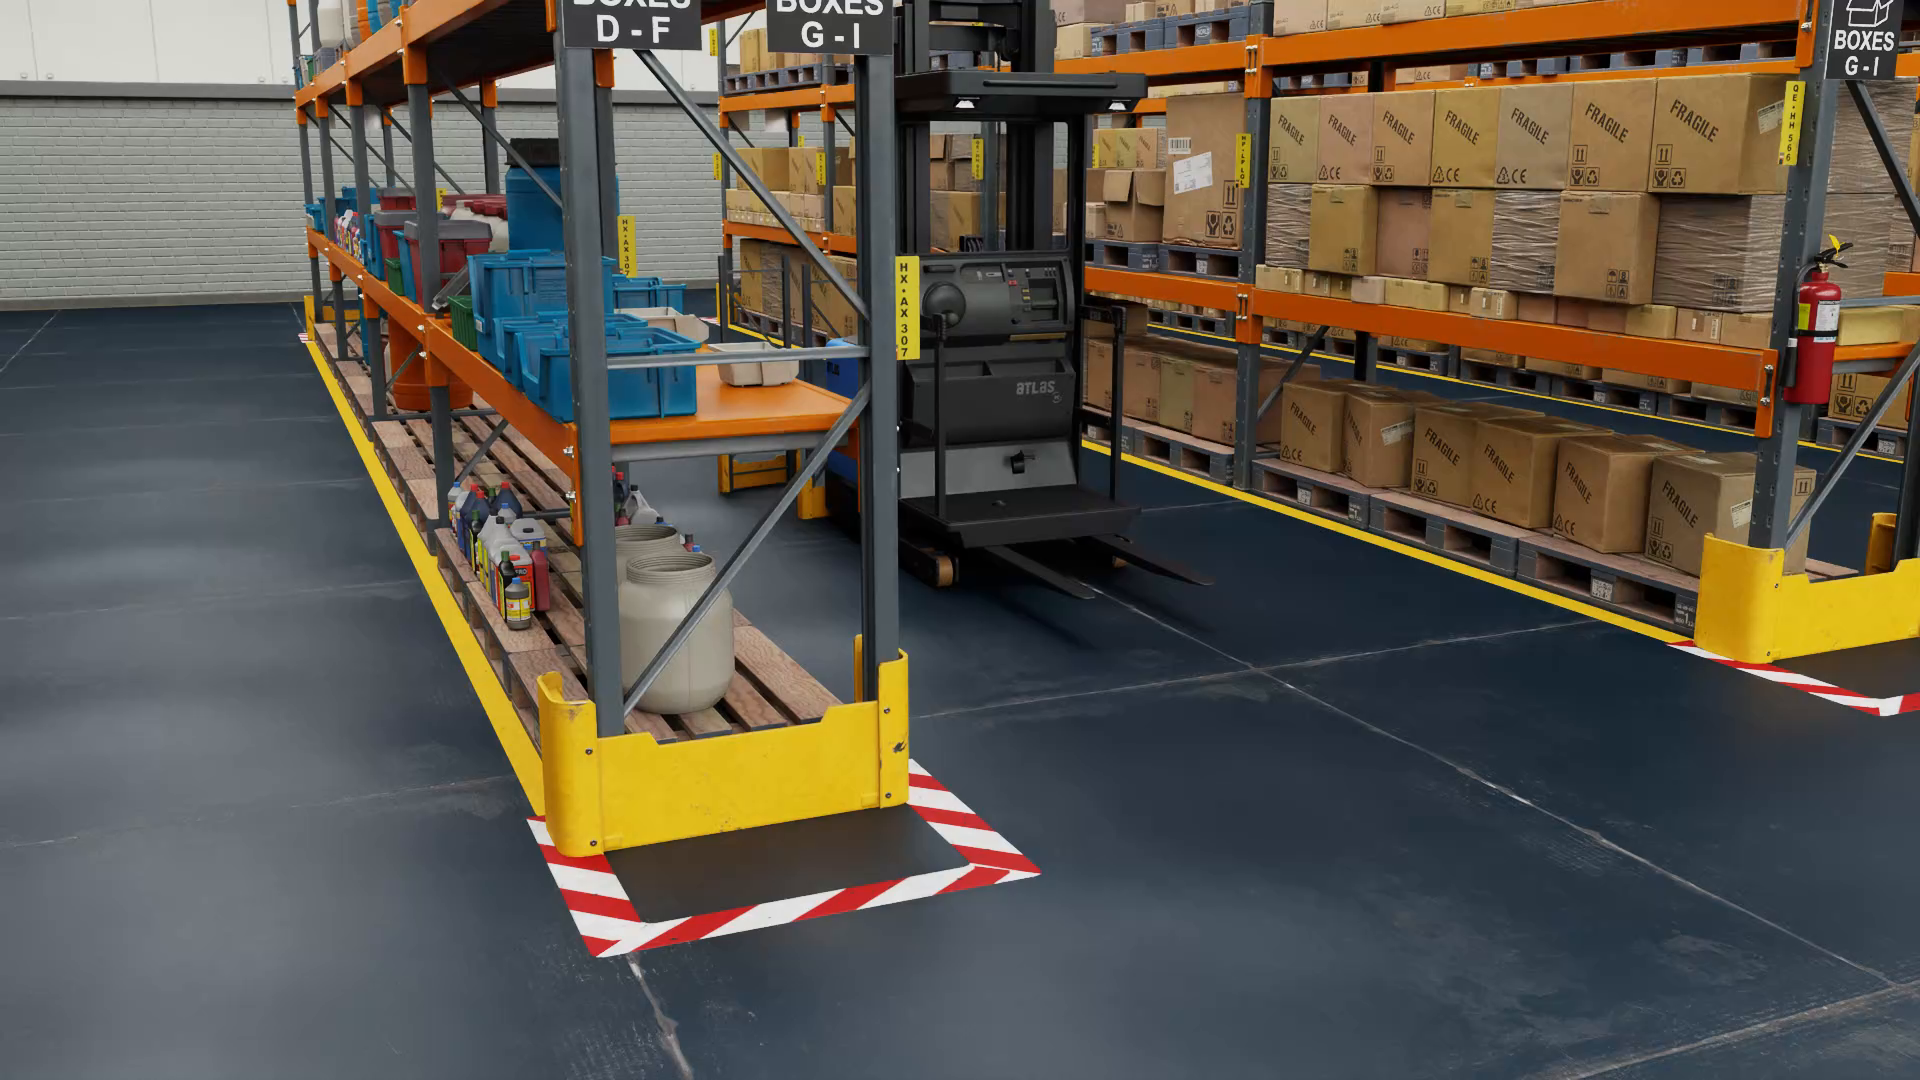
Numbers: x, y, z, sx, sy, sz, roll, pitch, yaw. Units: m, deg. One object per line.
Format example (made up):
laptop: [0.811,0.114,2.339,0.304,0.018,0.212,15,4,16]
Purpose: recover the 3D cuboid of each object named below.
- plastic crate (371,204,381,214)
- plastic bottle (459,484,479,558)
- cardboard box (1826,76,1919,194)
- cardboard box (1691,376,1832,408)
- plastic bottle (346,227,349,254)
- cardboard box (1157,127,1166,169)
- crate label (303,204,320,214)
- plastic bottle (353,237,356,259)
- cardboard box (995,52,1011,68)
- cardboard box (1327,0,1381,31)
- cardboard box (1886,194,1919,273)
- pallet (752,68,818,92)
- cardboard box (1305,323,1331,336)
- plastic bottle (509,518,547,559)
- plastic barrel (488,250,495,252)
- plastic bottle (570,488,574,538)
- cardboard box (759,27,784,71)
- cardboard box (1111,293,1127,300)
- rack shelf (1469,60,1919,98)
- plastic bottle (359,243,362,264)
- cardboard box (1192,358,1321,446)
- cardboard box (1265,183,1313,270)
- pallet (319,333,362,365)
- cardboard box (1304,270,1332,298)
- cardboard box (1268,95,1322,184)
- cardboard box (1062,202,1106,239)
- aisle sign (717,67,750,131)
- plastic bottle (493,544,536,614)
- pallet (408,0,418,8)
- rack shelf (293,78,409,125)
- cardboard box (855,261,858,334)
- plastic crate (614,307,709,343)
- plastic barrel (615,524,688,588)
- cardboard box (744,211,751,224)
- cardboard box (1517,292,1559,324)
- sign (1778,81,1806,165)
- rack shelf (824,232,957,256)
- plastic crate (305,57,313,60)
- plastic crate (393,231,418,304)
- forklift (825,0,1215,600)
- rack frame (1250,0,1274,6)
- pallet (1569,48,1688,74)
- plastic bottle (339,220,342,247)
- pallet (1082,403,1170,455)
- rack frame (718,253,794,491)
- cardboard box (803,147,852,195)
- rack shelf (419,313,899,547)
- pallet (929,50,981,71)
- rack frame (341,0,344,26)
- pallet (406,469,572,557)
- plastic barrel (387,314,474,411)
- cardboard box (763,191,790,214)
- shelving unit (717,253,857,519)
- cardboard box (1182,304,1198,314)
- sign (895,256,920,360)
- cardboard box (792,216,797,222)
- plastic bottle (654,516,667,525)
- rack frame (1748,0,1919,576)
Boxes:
plastic crate: [-5.932,-3.336,17.262,0.437,0.282,0.530,-6,14,-23]
plastic bottle: [-2.341,-0.099,8.046,0.144,0.351,0.185,-5,14,-21]
cardboard box: [3.886,-1.820,7.481,0.500,0.500,0.500,-6,14,-23]
cardboard box: [6.508,-1.483,13.183,1.050,0.750,0.750,-6,14,-23]
plastic bottle: [-5.128,-2.554,14.039,0.097,0.271,0.097,0,13,0]
cardboard box: [2.794,-4.874,20.677,0.500,0.500,0.500,-5,14,-21]
crate label: [-7.294,-3.726,19.055,0.416,0.233,0.303,-6,14,-23]
plastic bottle: [-4.835,-2.368,13.391,0.097,0.201,0.097,0,13,0]
cardboard box: [0.607,-3.922,13.343,0.500,0.250,0.500,-5,14,-22]
cardboard box: [2.416,-2.991,9.319,0.500,0.250,0.500,-6,14,-23]
cardboard box: [6.998,-2.252,12.116,0.875,0.550,0.550,-6,14,-23]
pallet: [-1.754,-5.320,19.247,1.003,0.211,1.213,-6,14,-23]
cardboard box: [4.123,-2.501,18.136,0.500,0.500,0.500,-5,14,-22]
plastic bottle: [-1.970,0.045,7.587,0.152,0.276,0.135,-6,14,-23]
plastic barrel: [-2.674,-1.600,9.936,0.301,0.262,0.301,0,13,0]
plastic bottle: [-1.894,-0.184,8.410,0.144,0.351,0.185,-6,14,-23]
cardboard box: [-1.929,-5.738,19.481,0.700,0.500,0.500,-7,15,-27]
cardboard box: [2.236,-3.252,22.159,0.380,0.149,0.250,-5,14,-22]
rack shelf: [6.038,-3.778,13.986,1.077,0.370,4.000,-6,14,-23]
plastic bottle: [-4.562,-2.228,12.783,0.097,0.201,0.097,0,13,0]
cardboard box: [2.028,-0.953,11.401,0.700,0.500,0.500,-7,15,-27]
cardboard box: [2.377,-1.922,10.142,0.875,0.500,0.500,-6,14,-23]
pallet: [-6.312,-2.075,17.867,1.003,0.211,1.213,-6,14,-23]
cardboard box: [2.278,-1.531,9.891,0.380,0.149,0.250,-6,14,-23]
cardboard box: [2.201,-2.392,9.954,0.500,0.500,0.500,-6,14,-23]
cardboard box: [1.112,-2.418,12.567,0.500,0.250,0.500,-6,14,-25]
aisle sign: [-2.857,-5.561,20.978,0.394,0.787,0.004,-6,14,-23]
plastic bottle: [-1.895,0.165,7.070,0.152,0.276,0.135,-6,14,-23]
pallet: [-1.906,-2.609,7.756,1.213,0.211,1.003,-6,14,-23]
rack shelf: [-6.290,-4.557,17.349,1.077,0.370,4.000,-6,14,-23]
cardboard box: [-0.317,-2.335,16.585,1.225,0.875,0.875,-6,14,-25]
plastic crate: [-1.402,-0.939,7.358,0.530,0.136,0.437,-6,14,-23]
plastic barrel: [-1.217,0.221,6.347,0.421,0.512,0.421,0,13,0]
cardboard box: [-2.401,-3.921,20.218,0.380,0.149,0.250,-6,14,-24]
cardboard box: [3.037,-1.175,8.353,0.380,0.149,0.250,-6,14,-23]
sign: [3.340,-1.673,6.677,0.100,0.325,0.005,-6,14,-23]
rack shelf: [-0.150,-2.716,16.049,1.077,0.370,4.000,-6,14,-23]
plastic crate: [-6.146,-4.572,16.189,0.416,0.233,0.300,-6,14,-23]
plastic crate: [-3.011,-1.572,9.544,0.392,0.384,0.575,-6,14,-23]
forklift: [0.249,-1.298,8.476,1.130,2.935,3.031,-6,14,-23]
rack frame: [2.254,-4.750,9.936,1.000,3.000,0.127,-6,14,-23]
pallet: [5.994,-4.091,14.160,1.003,0.211,1.213,-5,14,-20]
plastic bottle: [-5.485,-2.738,14.832,0.097,0.271,0.097,0,13,0]
pallet: [1.448,-0.882,12.712,1.003,0.211,1.213,-6,14,-23]
rack frame: [-1.306,-1.080,10.712,0.500,1.500,0.032,-9,16,-35]
cardboard box: [-1.380,-3.988,17.958,0.500,0.500,0.500,-5,14,-21]
rack shelf: [-1.483,-0.616,6.975,1.077,0.370,4.000,-6,14,-23]
pallet: [0.345,-4.151,14.420,1.213,0.211,1.003,-5,14,-20]
rack frame: [-3.887,-5.129,11.574,1.000,3.000,0.127,-6,14,-23]
pallet: [-2.635,-0.180,9.680,1.003,0.211,1.213,-6,14,-23]
plastic barrel: [-4.098,-1.453,12.877,0.600,0.830,0.708,-6,14,-23]
cardboard box: [-1.982,-3.936,19.399,0.500,0.250,0.500,-6,14,-24]
shelving unit: [-1.011,-0.990,10.319,0.587,1.500,1.083,-9,16,-35]
cardboard box: [2.973,-2.883,20.566,0.380,0.149,0.250,-6,14,-25]
sign: [-0.176,-0.737,5.288,0.100,0.325,0.005,-6,14,-23]
cardboard box: [-1.682,-3.550,18.615,0.380,0.149,0.250,-5,14,-22]
plastic bottle: [-1.381,0.025,7.683,0.097,0.271,0.097,0,13,0]
rack frame: [3.856,-1.001,7.042,1.000,3.000,0.127,-6,14,-23]
